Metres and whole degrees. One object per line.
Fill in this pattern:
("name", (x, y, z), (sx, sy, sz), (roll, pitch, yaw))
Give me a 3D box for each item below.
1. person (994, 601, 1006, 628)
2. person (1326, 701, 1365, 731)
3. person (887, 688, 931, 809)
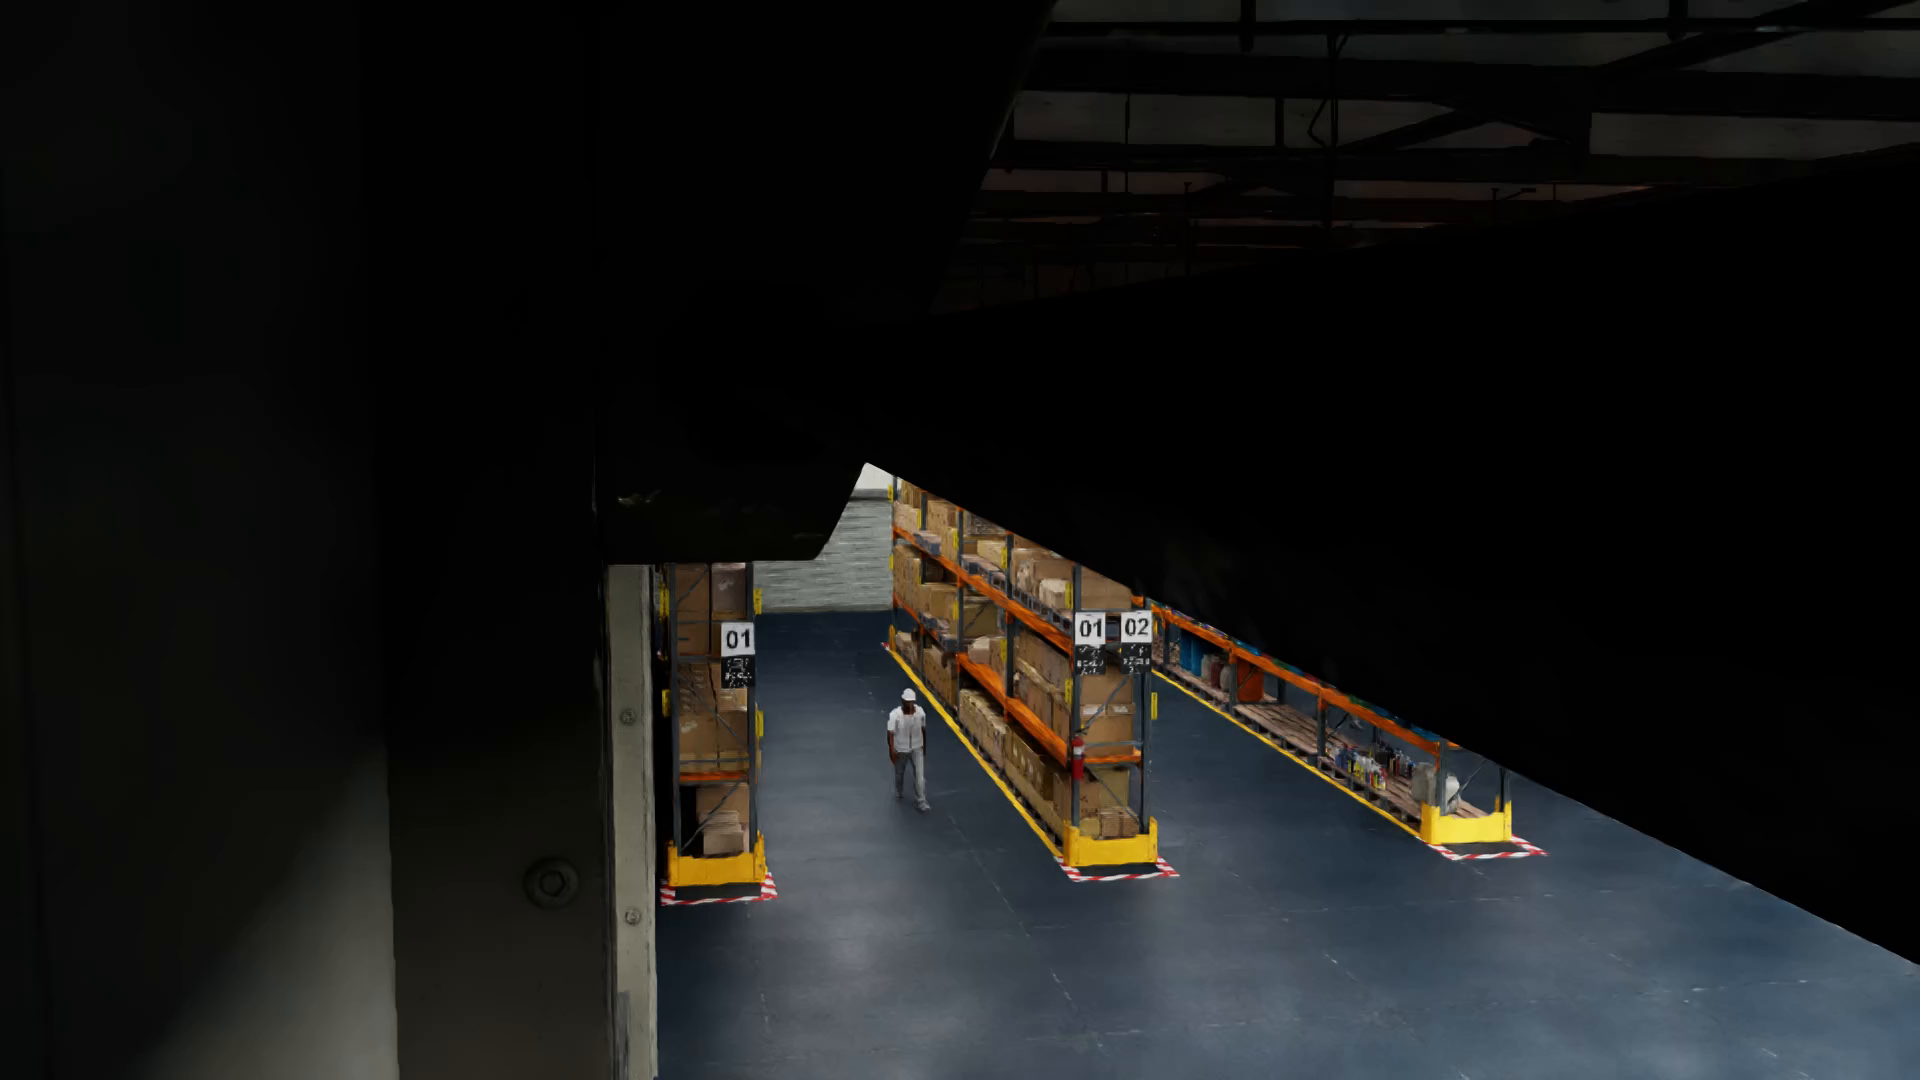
("person", (0.896, 1.601, 36.314), (0.455, 1.612, 1.010), (-1, 6, -11))
("person", (6.514, 2.394, 28.474), (0.538, 1.715, 1.026), (-2, 7, -18))
("person", (-0.736, 2.930, 23.563), (0.582, 1.686, 1.113), (-1, 6, -13))
